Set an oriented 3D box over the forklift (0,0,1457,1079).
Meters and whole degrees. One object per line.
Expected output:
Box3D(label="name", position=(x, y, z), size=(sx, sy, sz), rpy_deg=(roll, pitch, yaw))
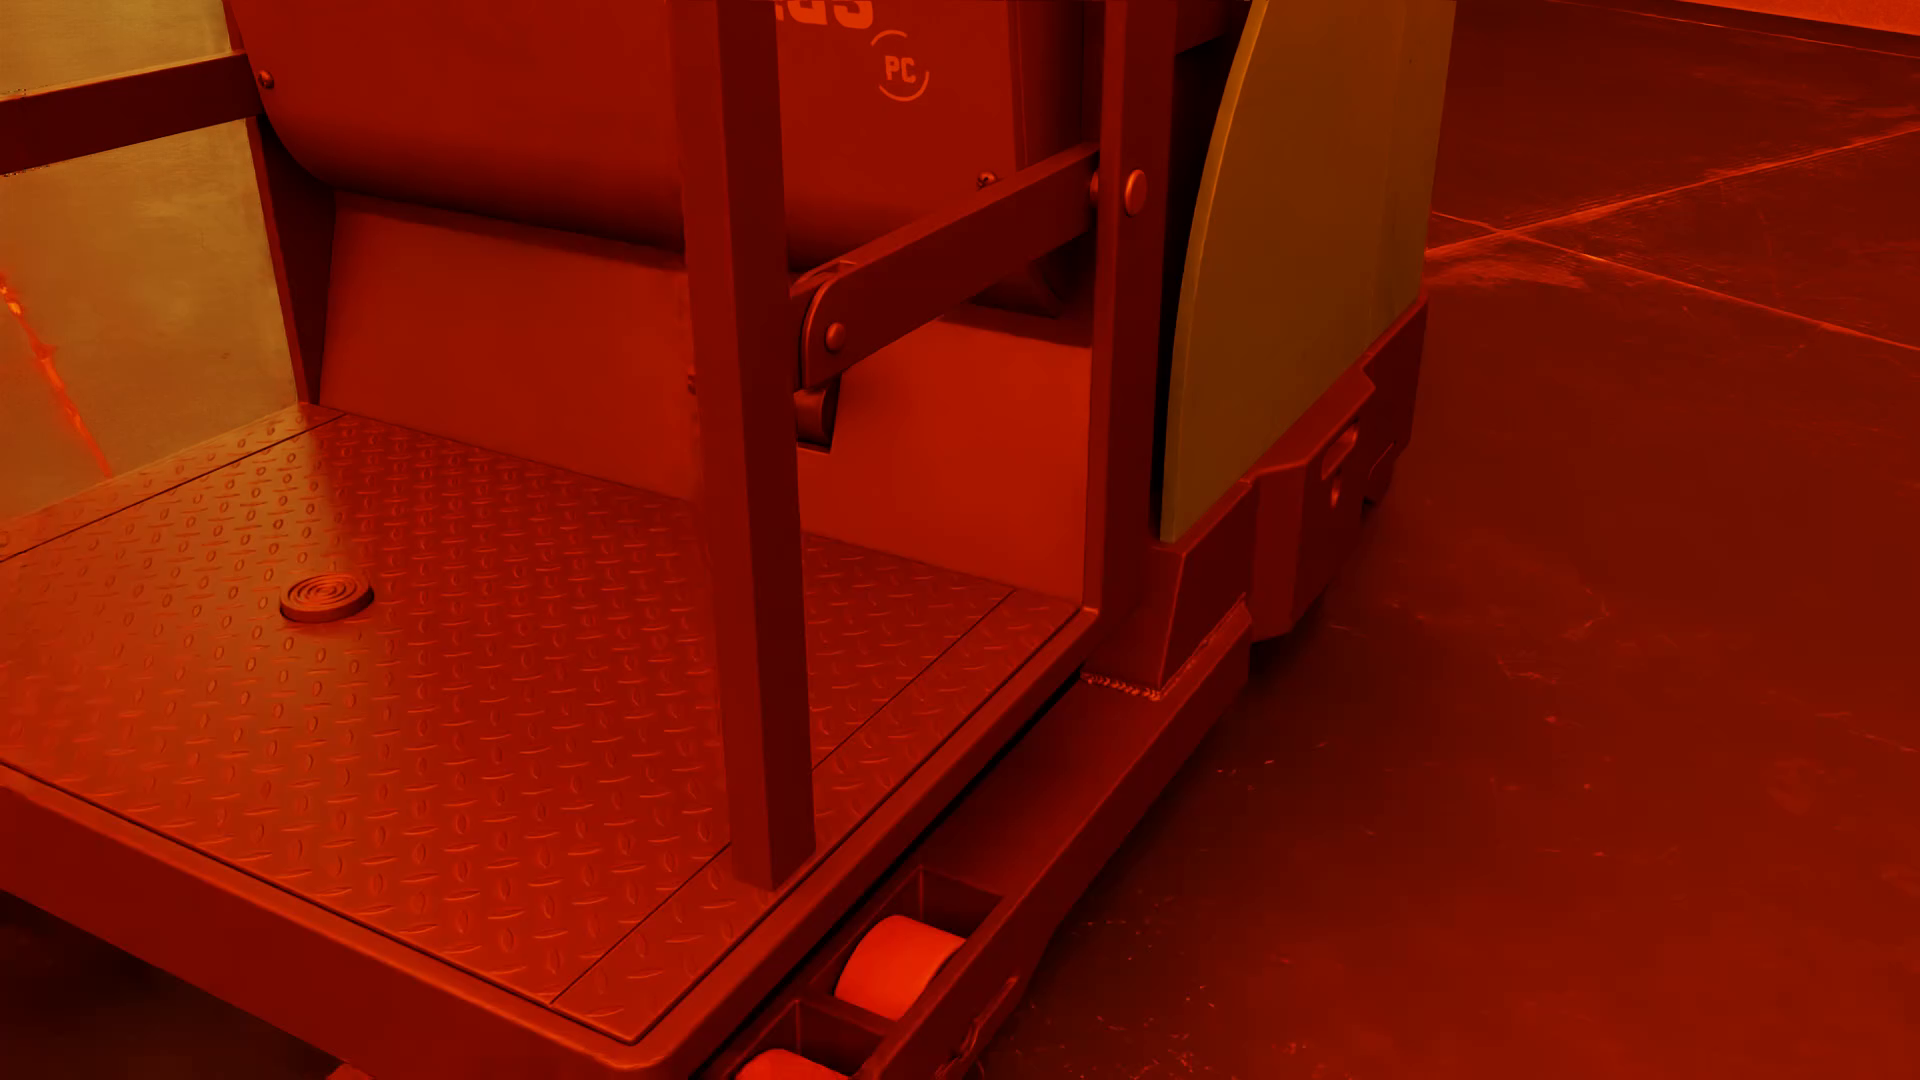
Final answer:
Box3D(label="forklift", position=(-0.438, -0.961, 1.147), size=(1.130, 2.935, 3.031), rpy_deg=(14, 30, 26))
